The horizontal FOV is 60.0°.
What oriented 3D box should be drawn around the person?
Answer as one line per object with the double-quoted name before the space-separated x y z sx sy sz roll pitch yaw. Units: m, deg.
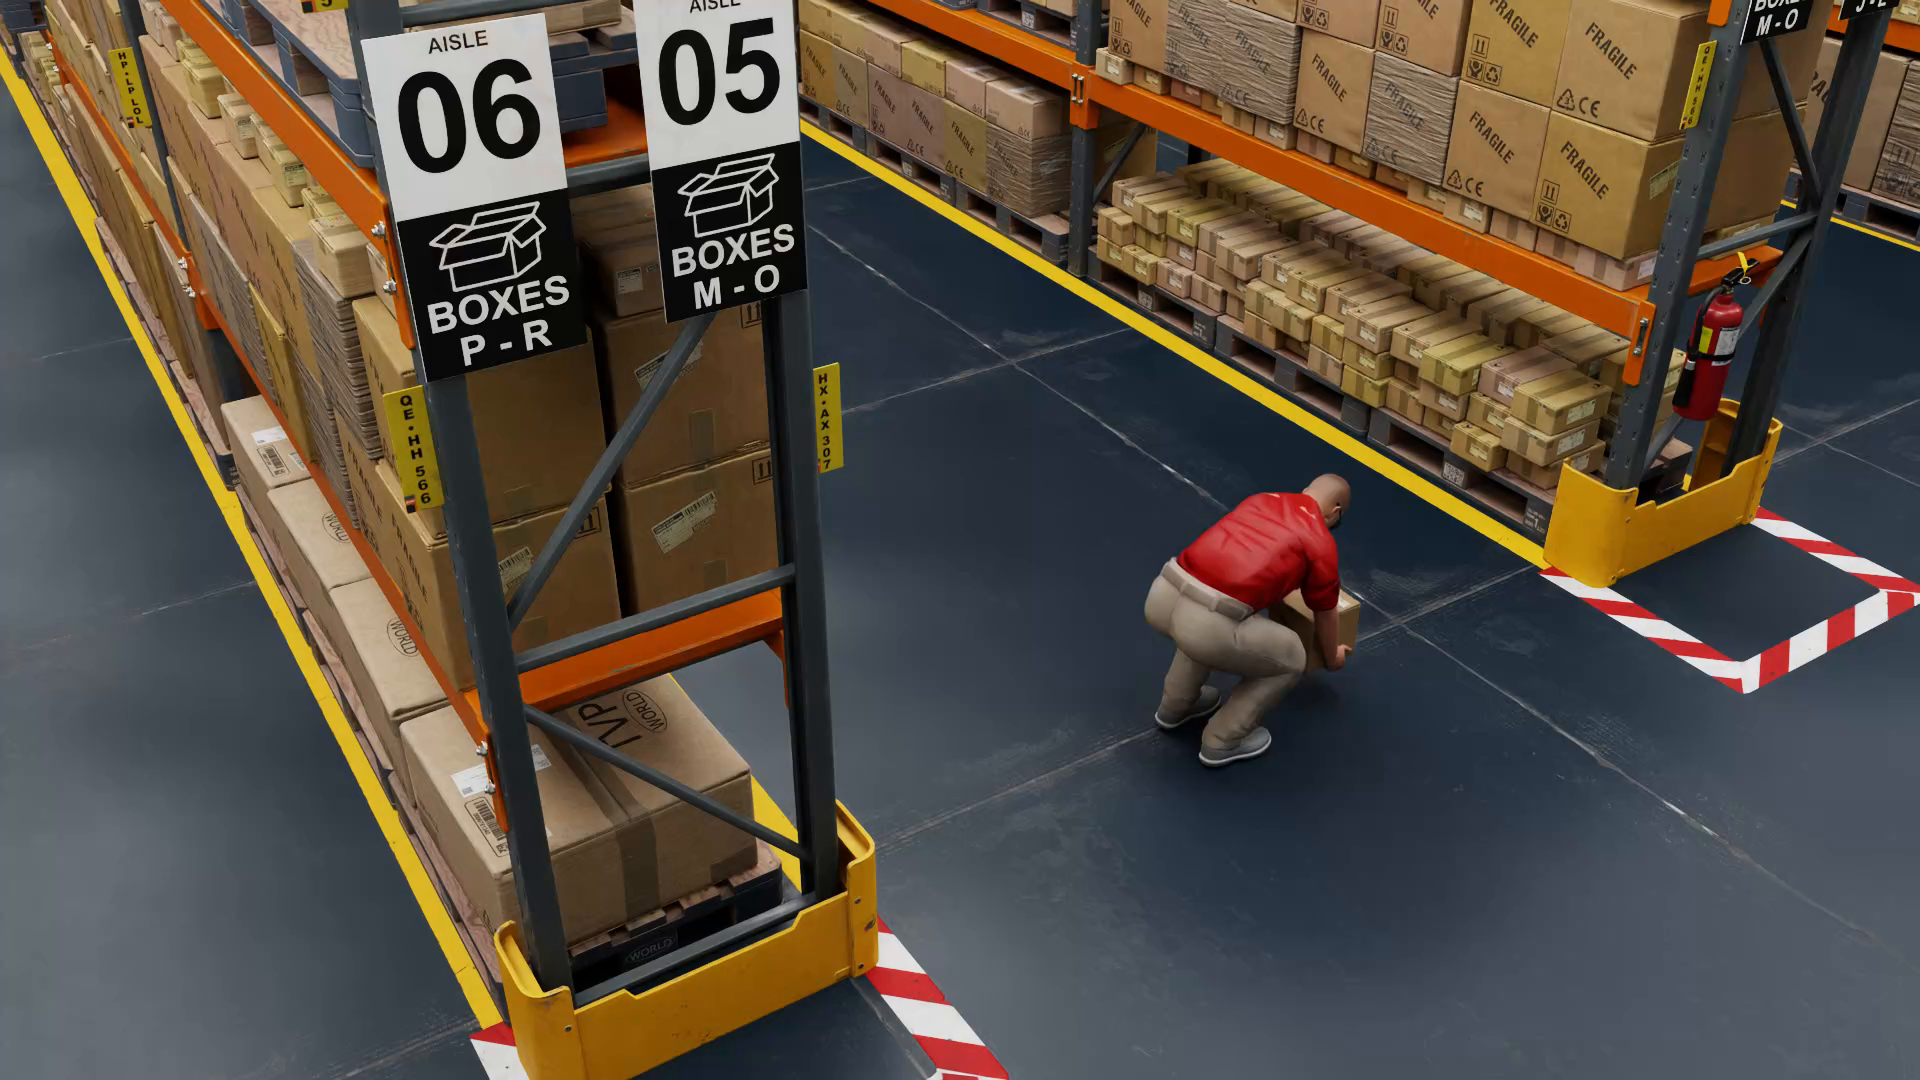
"person" 1.120 0.300 6.384 0.931 0.980 0.544 -21 38 -29
